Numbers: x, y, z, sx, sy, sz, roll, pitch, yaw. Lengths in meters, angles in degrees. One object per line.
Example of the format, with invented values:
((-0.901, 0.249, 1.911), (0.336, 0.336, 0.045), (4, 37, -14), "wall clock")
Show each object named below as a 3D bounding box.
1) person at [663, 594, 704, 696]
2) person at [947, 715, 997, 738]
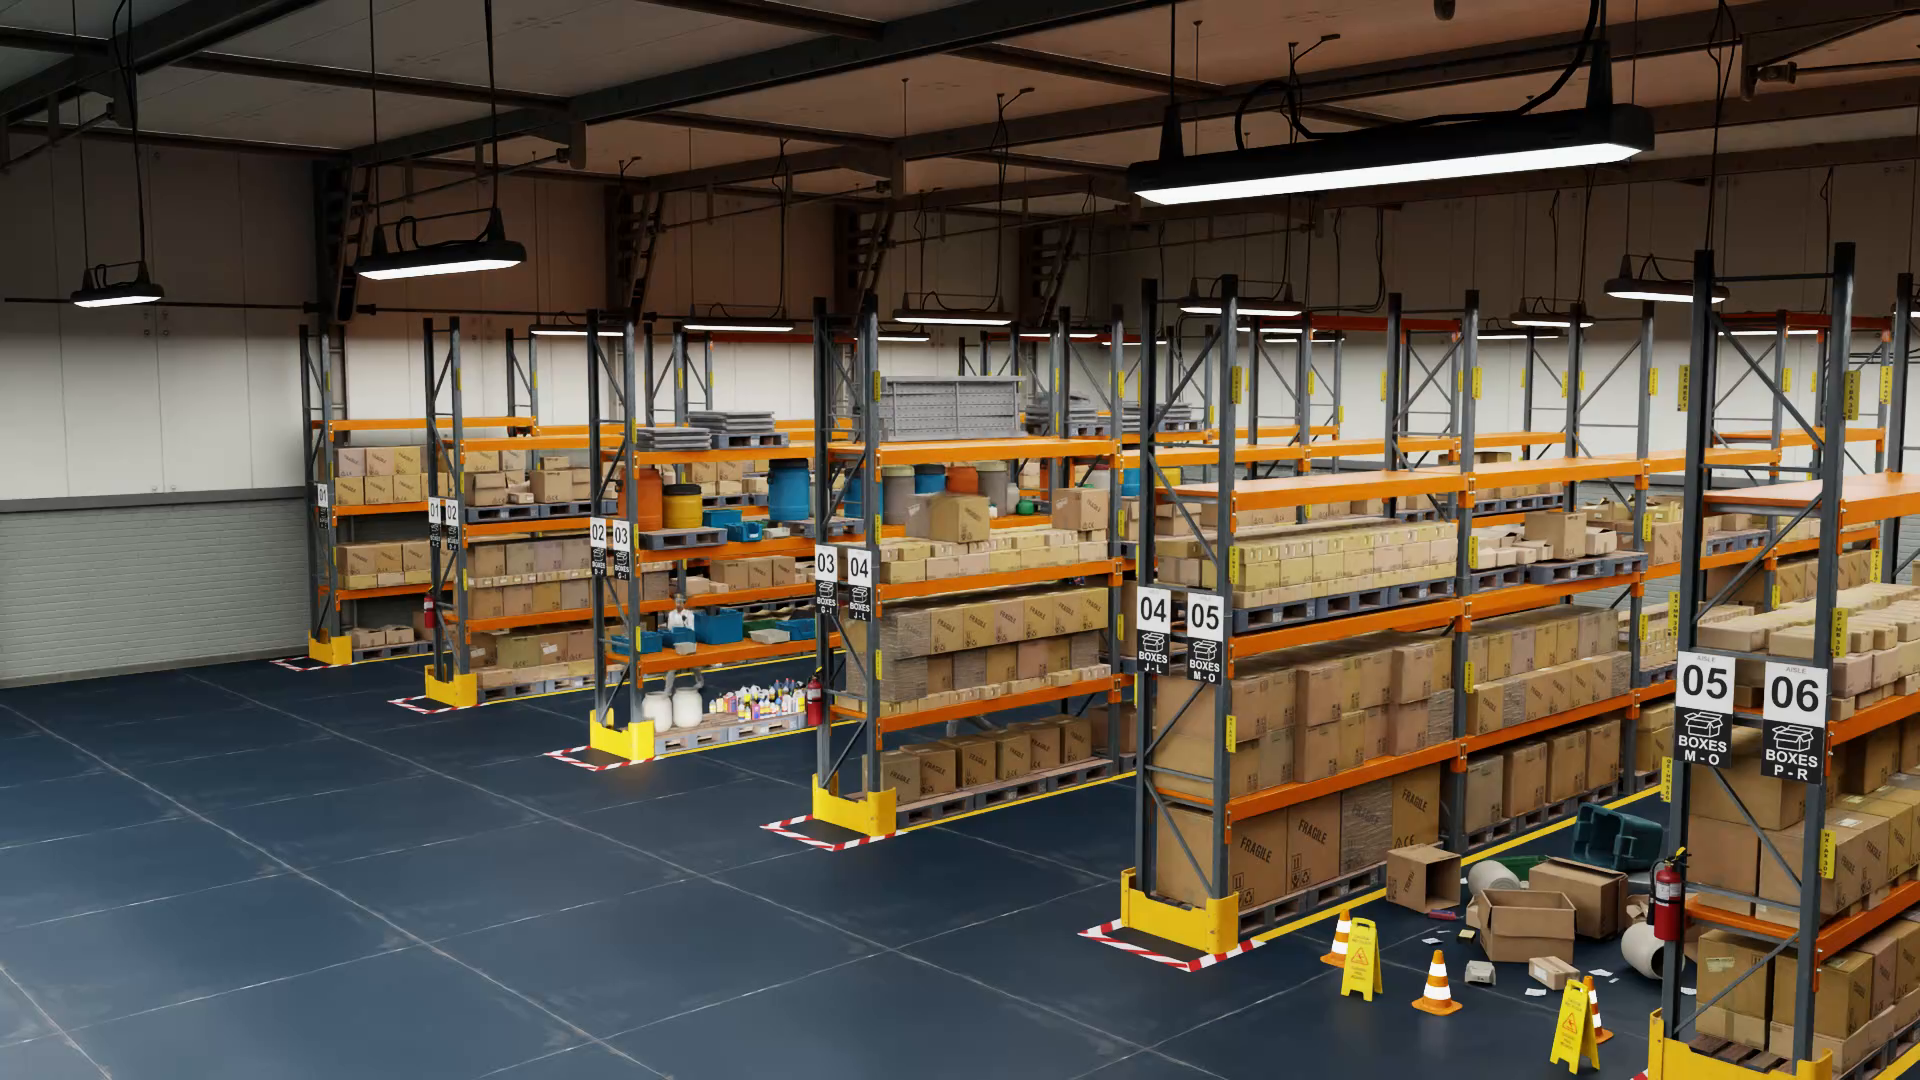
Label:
((-4.453, 1.652, 26.563), (0.547, 1.608, 1.082), (2, 6, 20), "person")
((0.069, 2.008, 22.733), (0.989, 1.725, 0.533), (-2, 6, -22), "person")
